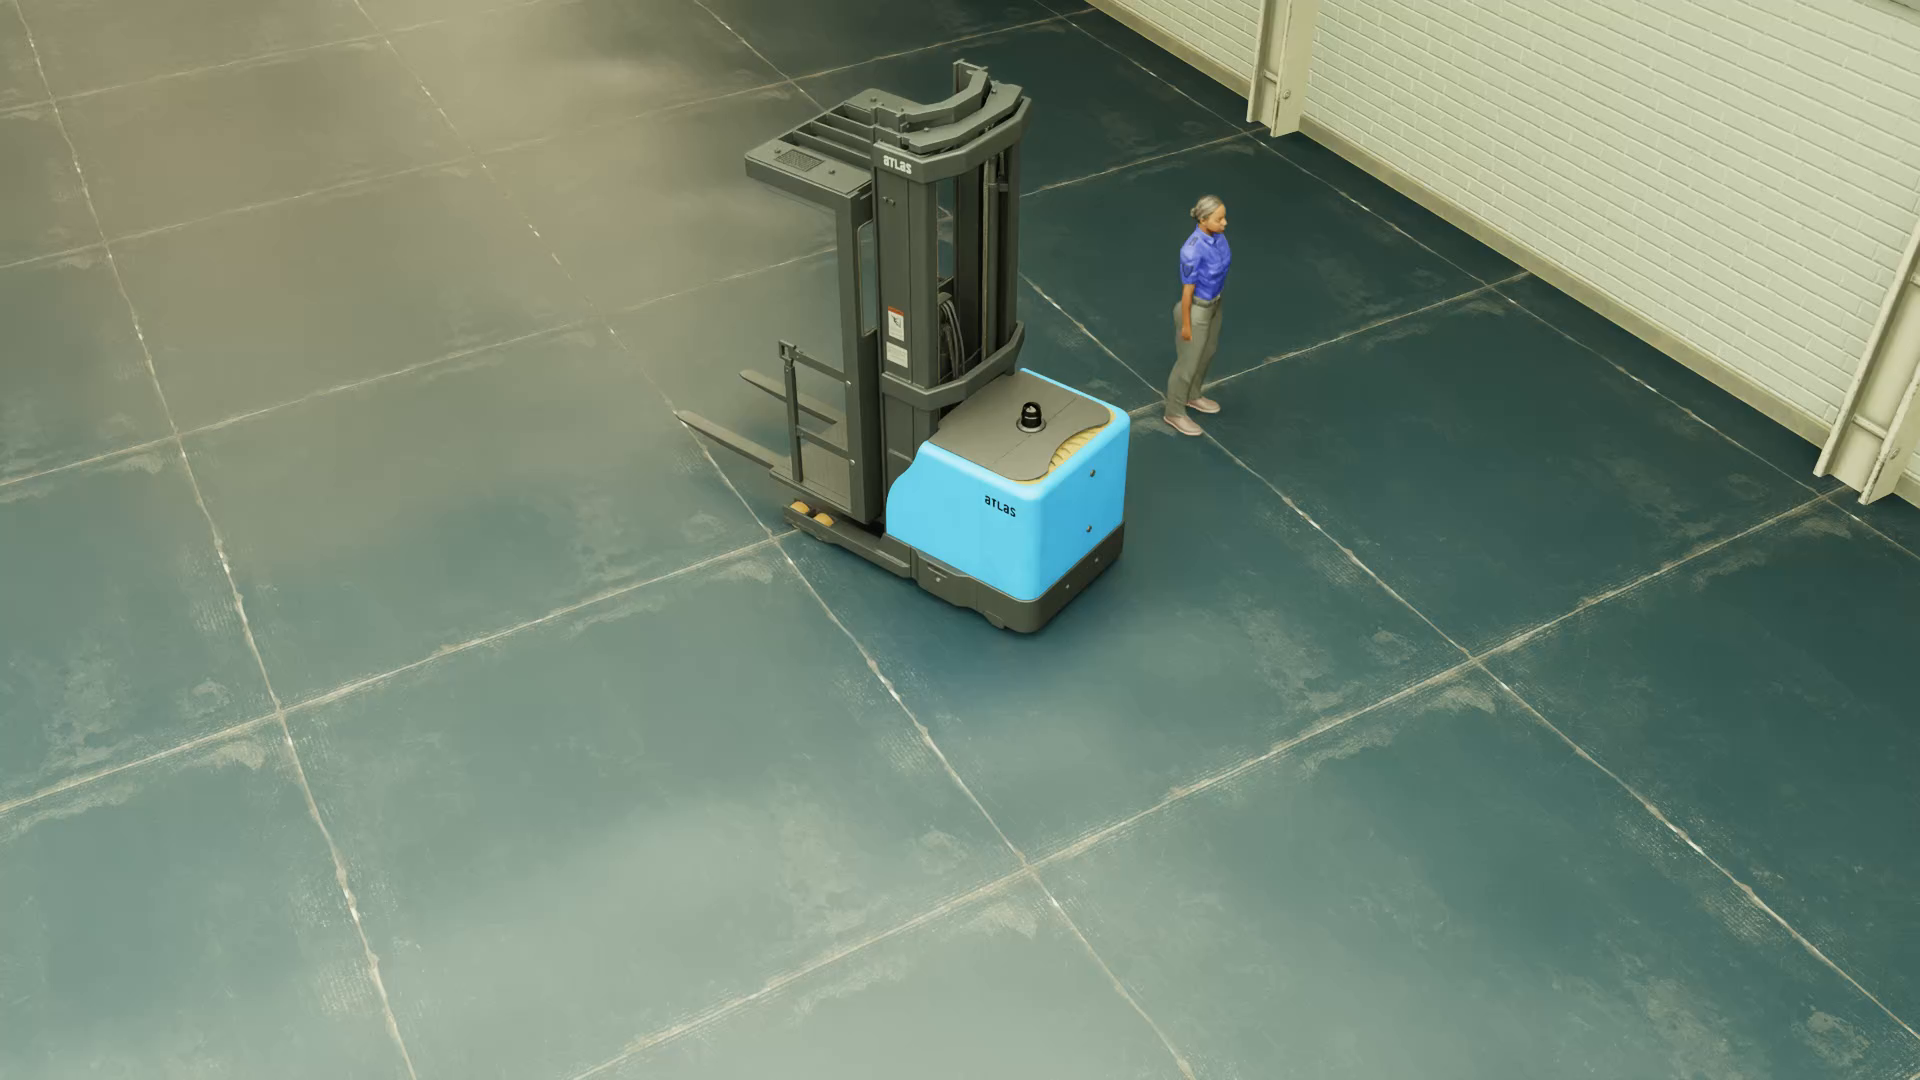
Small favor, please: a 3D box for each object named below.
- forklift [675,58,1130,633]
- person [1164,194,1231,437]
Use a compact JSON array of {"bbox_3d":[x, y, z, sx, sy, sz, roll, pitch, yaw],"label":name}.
[{"bbox_3d":[-0.481,-1.366,9.683,3.031,2.935,1.130,26,46,28],"label":"forklift"},{"bbox_3d":[1.575,-1.485,10.836,0.315,1.646,0.465,20,44,22],"label":"person"}]
